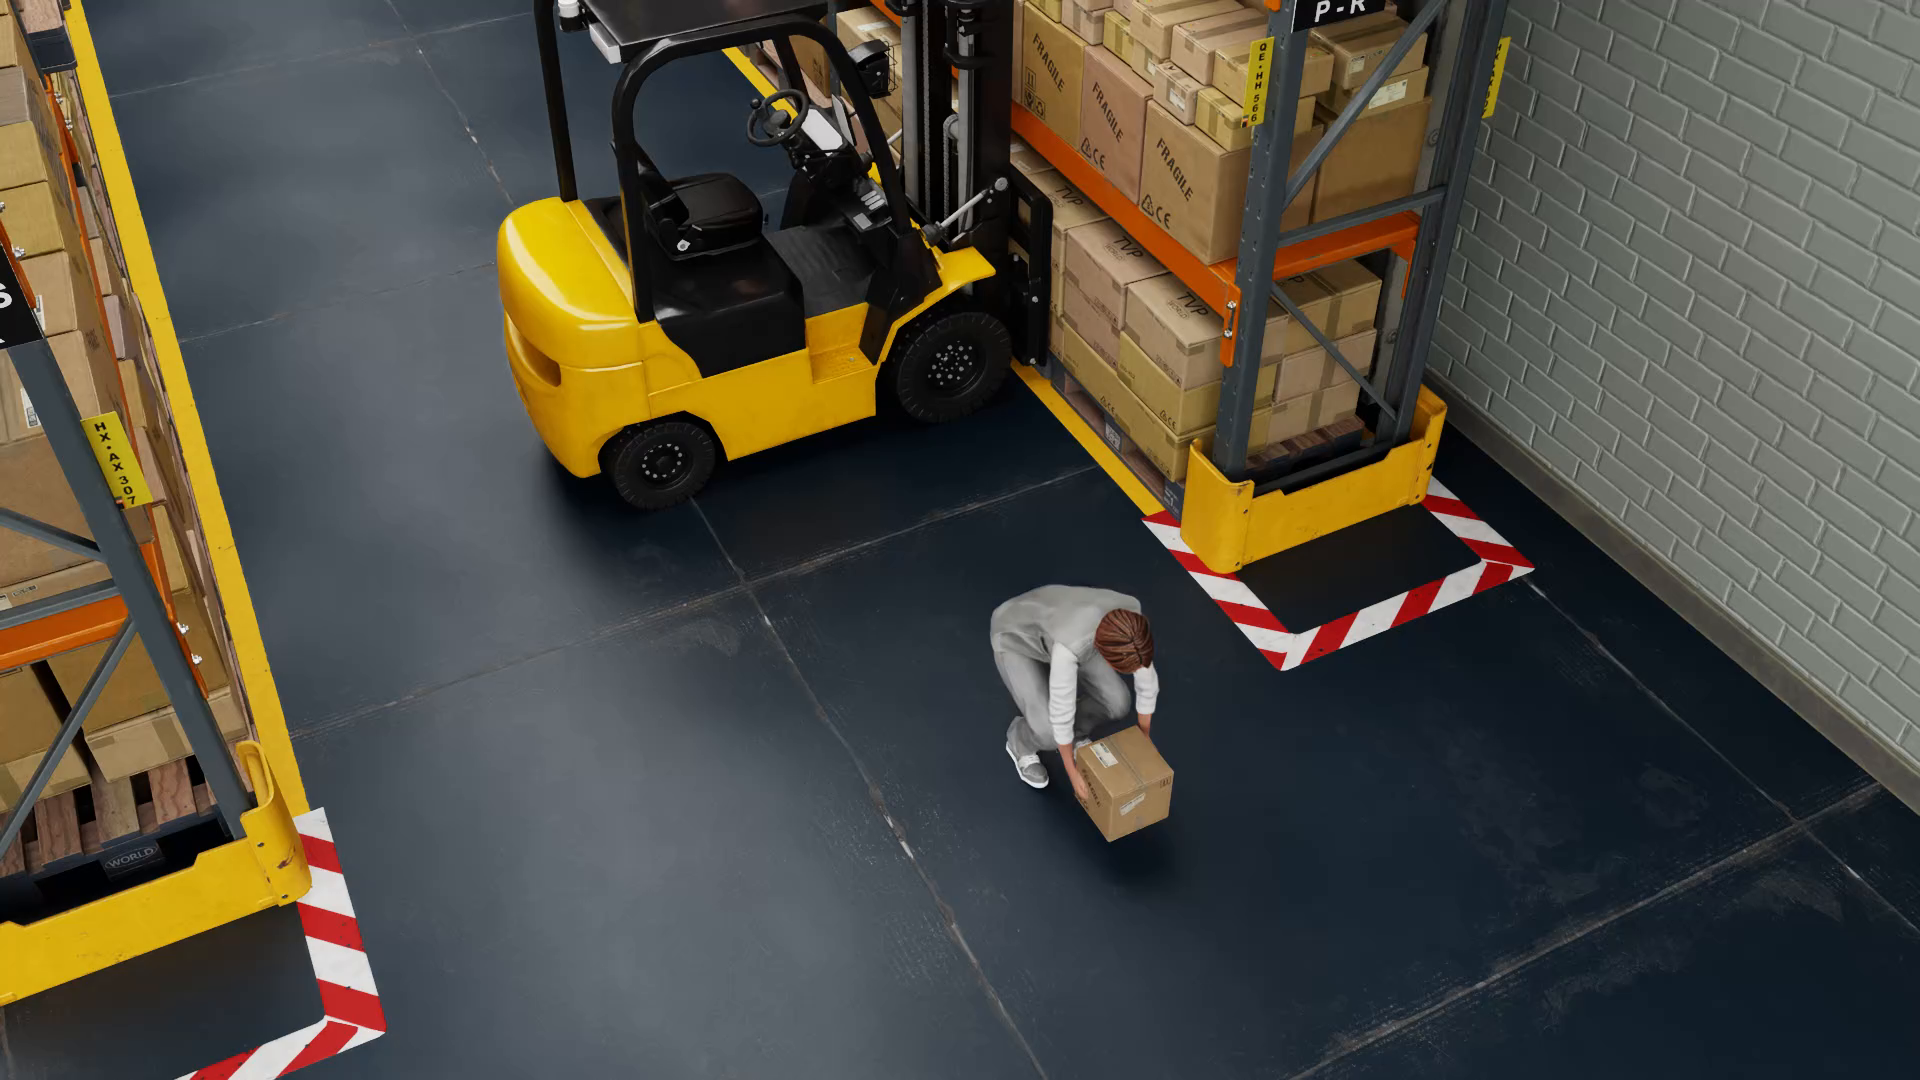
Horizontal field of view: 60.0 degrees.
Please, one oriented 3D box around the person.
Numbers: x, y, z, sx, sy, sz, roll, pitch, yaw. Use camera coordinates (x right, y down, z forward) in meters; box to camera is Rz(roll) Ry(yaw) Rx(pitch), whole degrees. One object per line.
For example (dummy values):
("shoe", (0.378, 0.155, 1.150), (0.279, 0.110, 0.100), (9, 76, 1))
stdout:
("person", (0.416, 0.497, 6.058), (0.456, 1.003, 0.761), (-19, 45, -20))
